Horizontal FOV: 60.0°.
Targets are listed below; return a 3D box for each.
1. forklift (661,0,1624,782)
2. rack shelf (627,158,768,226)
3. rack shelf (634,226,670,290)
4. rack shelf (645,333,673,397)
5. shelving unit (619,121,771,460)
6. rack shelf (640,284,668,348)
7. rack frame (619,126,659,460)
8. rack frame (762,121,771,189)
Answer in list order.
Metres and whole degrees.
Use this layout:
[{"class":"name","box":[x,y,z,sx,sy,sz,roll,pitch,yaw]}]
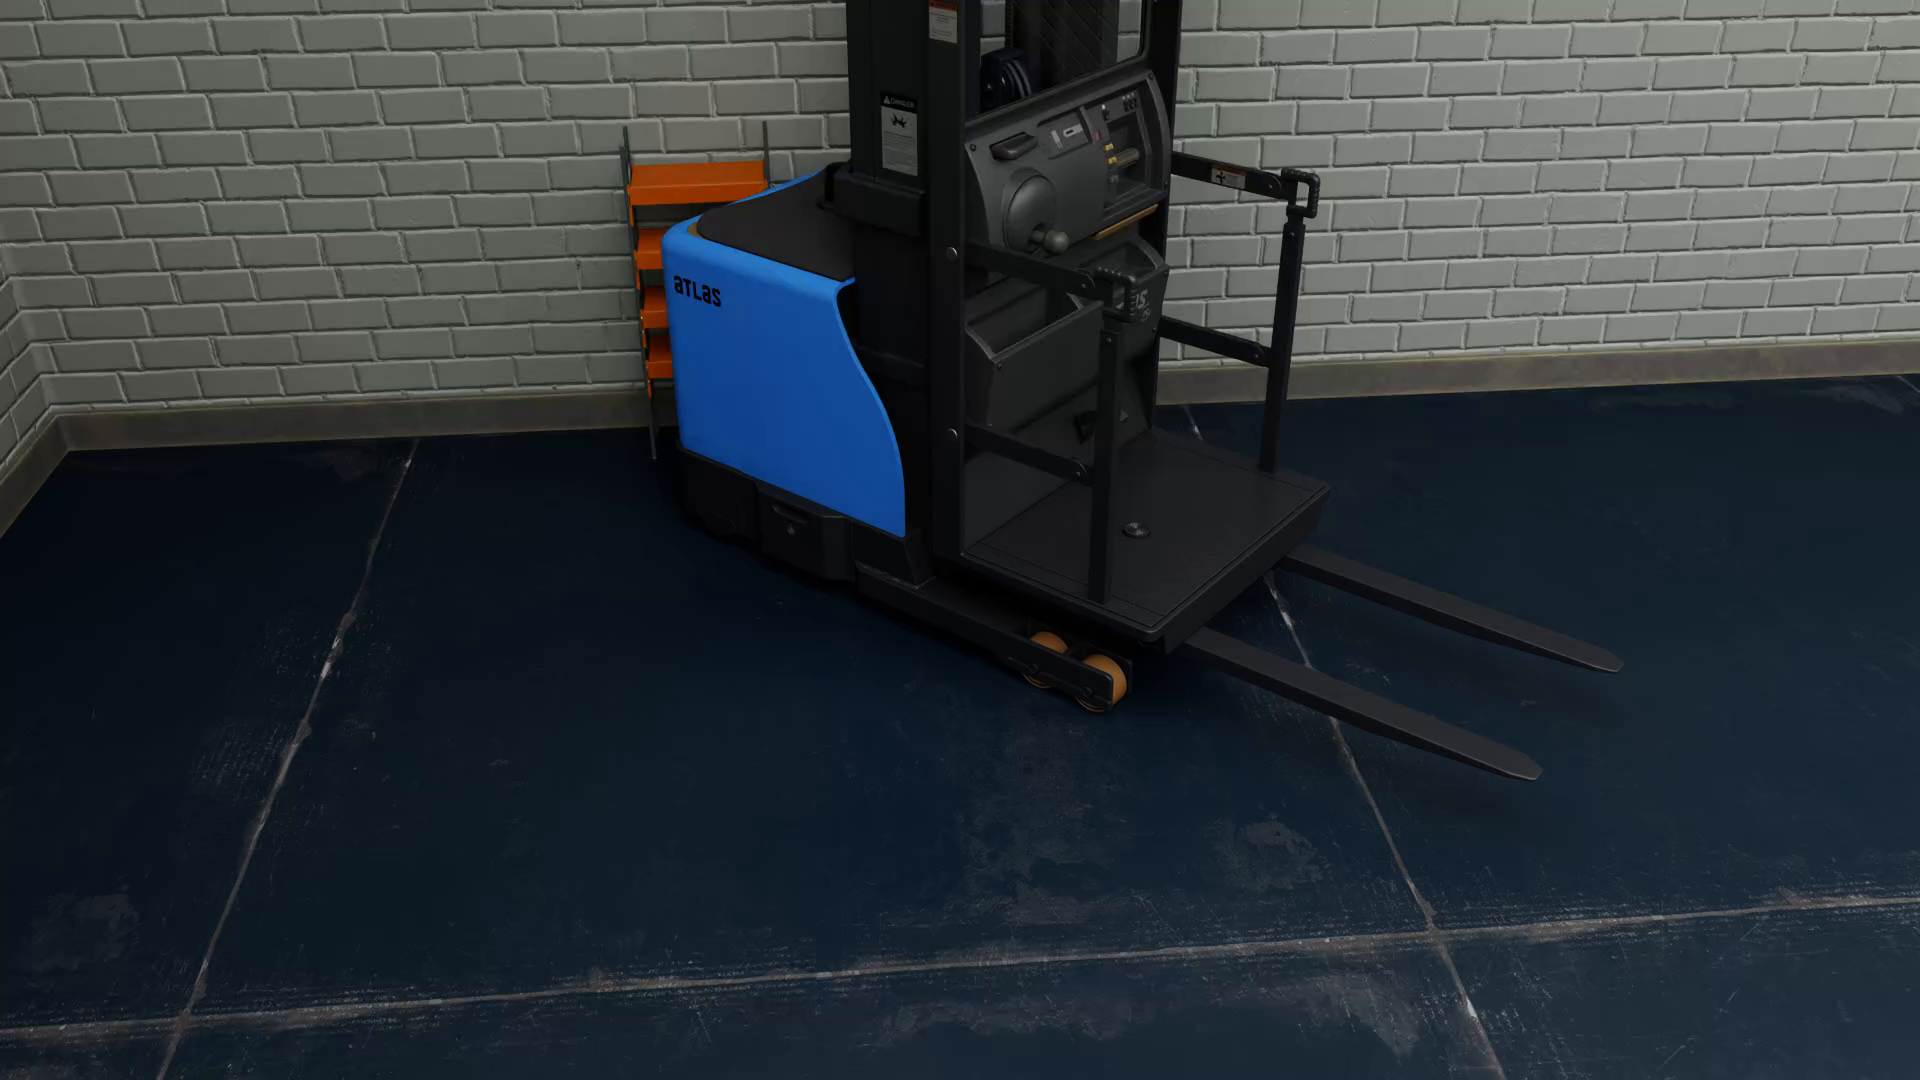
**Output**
[{"class":"forklift","box":[0.493,-1.060,4.667,3.031,2.935,1.130,22,37,32]},{"class":"rack shelf","box":[-0.921,-1.232,5.876,0.480,0.148,0.258,-4,31,-6]},{"class":"rack shelf","box":[-0.921,-1.029,5.997,0.480,0.148,0.258,-4,31,-6]},{"class":"rack shelf","box":[-0.921,-0.666,6.214,0.480,0.148,0.258,-4,31,-6]},{"class":"shelving unit","box":[-0.921,-0.894,6.077,0.503,1.200,0.258,-4,31,-6]},{"class":"rack shelf","box":[-0.921,-0.837,6.112,0.480,0.148,0.258,-4,31,-6]},{"class":"rack frame","box":[-1.164,-0.879,6.052,0.015,1.200,0.240,-4,31,-6]},{"class":"rack frame","box":[-0.679,-0.910,6.103,0.015,1.200,0.240,-4,31,-6]}]
